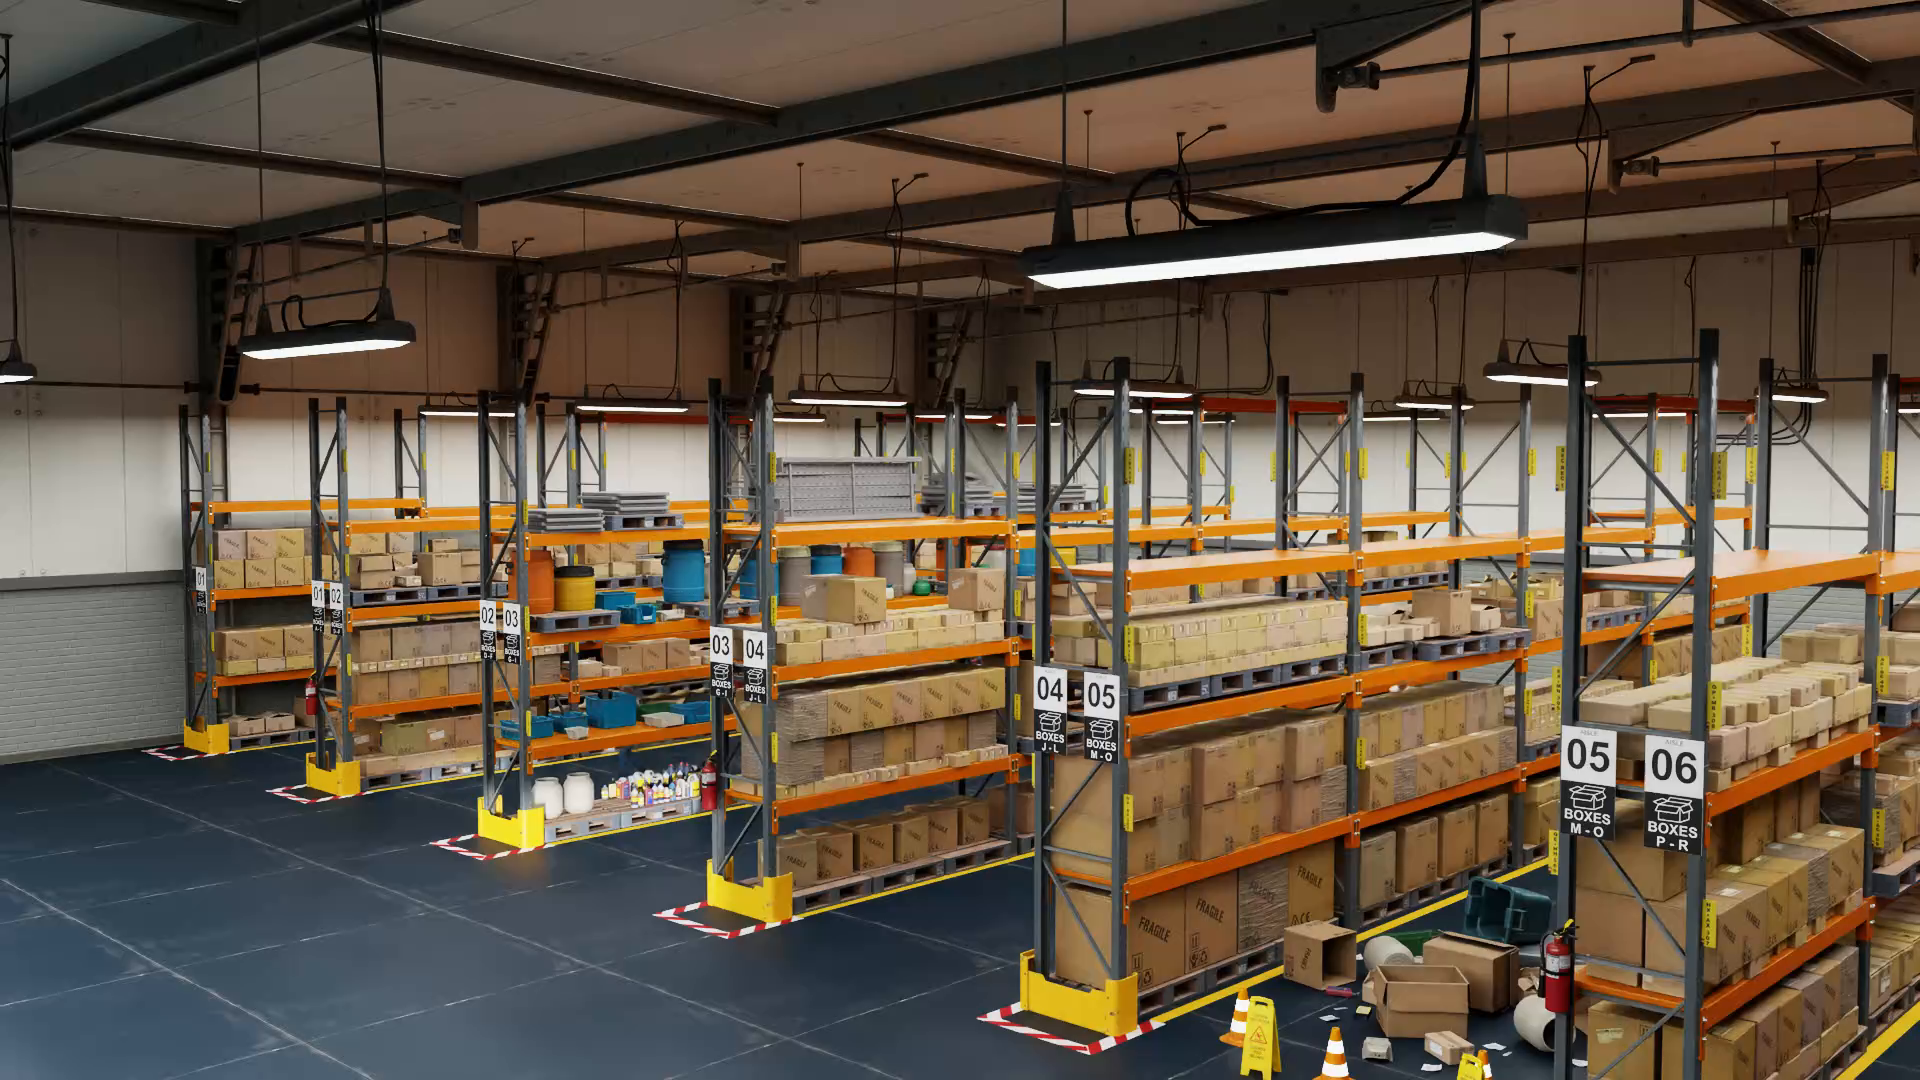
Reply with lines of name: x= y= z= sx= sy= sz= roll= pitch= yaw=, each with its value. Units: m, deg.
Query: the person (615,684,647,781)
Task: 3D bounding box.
person: x=-5.078 y=3.057 z=25.400 sx=0.531 sy=1.526 sz=0.805 roll=3 pitch=4 yaw=41

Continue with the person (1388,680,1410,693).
person: x=6.807 y=2.898 z=25.639 sx=0.704 sy=1.762 sz=1.064 roll=2 pitch=4 yaw=39
